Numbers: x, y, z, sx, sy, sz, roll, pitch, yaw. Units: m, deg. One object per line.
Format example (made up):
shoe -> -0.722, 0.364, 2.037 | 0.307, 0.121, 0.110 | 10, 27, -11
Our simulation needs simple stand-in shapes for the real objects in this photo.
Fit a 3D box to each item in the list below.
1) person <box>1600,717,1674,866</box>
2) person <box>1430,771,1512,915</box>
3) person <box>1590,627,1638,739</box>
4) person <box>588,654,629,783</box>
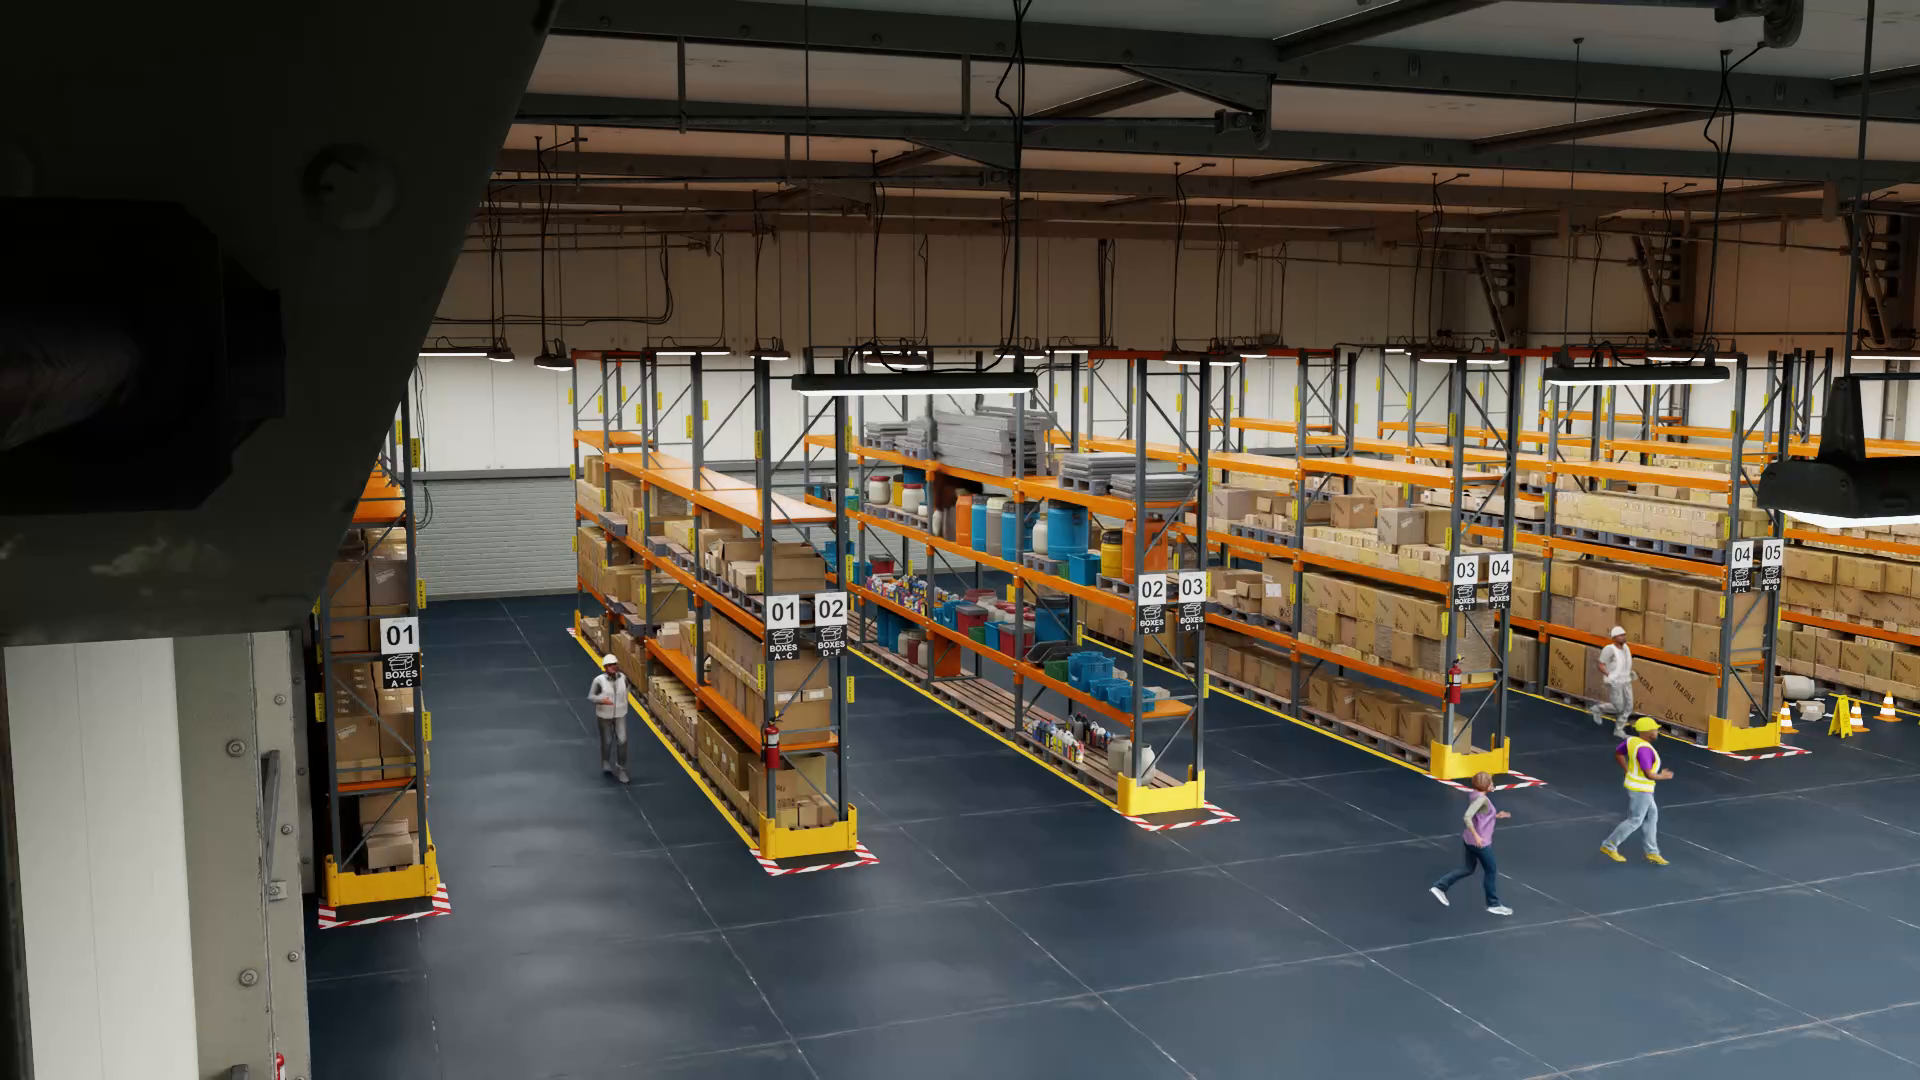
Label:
person -> 8.082, 3.000, 19.805 | 0.835, 1.813, 0.721 | 1, 7, 10
person -> 5.584, 3.282, 18.038 | 0.878, 1.587, 0.534 | 0, 7, 2
person -> 10.316, 2.224, 26.178 | 0.683, 1.743, 0.689 | -4, 8, -30
person -> -4.973, 2.527, 23.677 | 0.637, 1.834, 0.779 | -3, 8, -23
